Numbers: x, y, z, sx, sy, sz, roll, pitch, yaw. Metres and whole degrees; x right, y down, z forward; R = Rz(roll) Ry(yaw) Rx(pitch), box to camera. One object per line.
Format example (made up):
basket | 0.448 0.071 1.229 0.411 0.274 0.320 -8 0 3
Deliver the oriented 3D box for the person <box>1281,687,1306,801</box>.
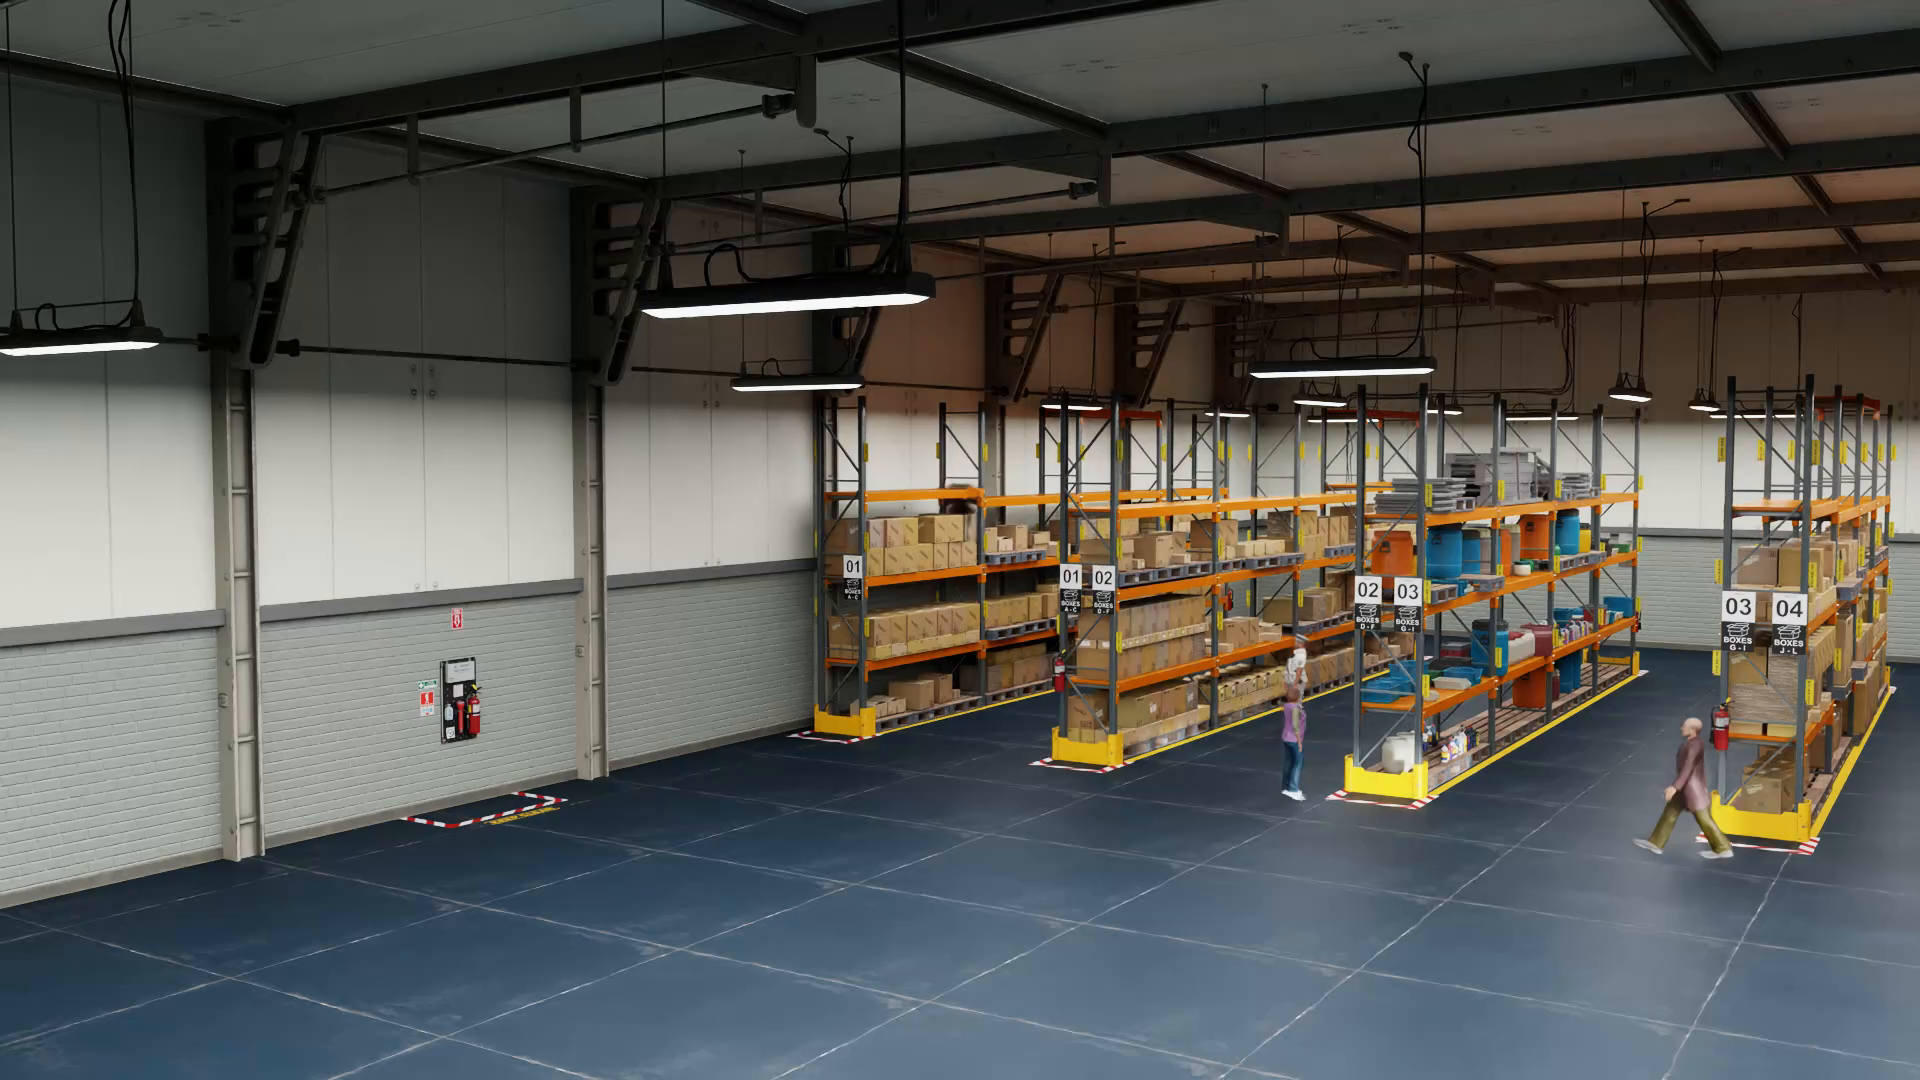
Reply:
person | 4.855 2.944 24.123 0.326 1.616 0.518 -1 3 -10

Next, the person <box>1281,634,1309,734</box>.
person | 5.964 2.567 29.746 0.558 1.790 0.554 -1 3 -12

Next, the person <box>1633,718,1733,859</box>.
person | 8.908 3.046 20.470 1.070 1.727 0.581 1 3 13
